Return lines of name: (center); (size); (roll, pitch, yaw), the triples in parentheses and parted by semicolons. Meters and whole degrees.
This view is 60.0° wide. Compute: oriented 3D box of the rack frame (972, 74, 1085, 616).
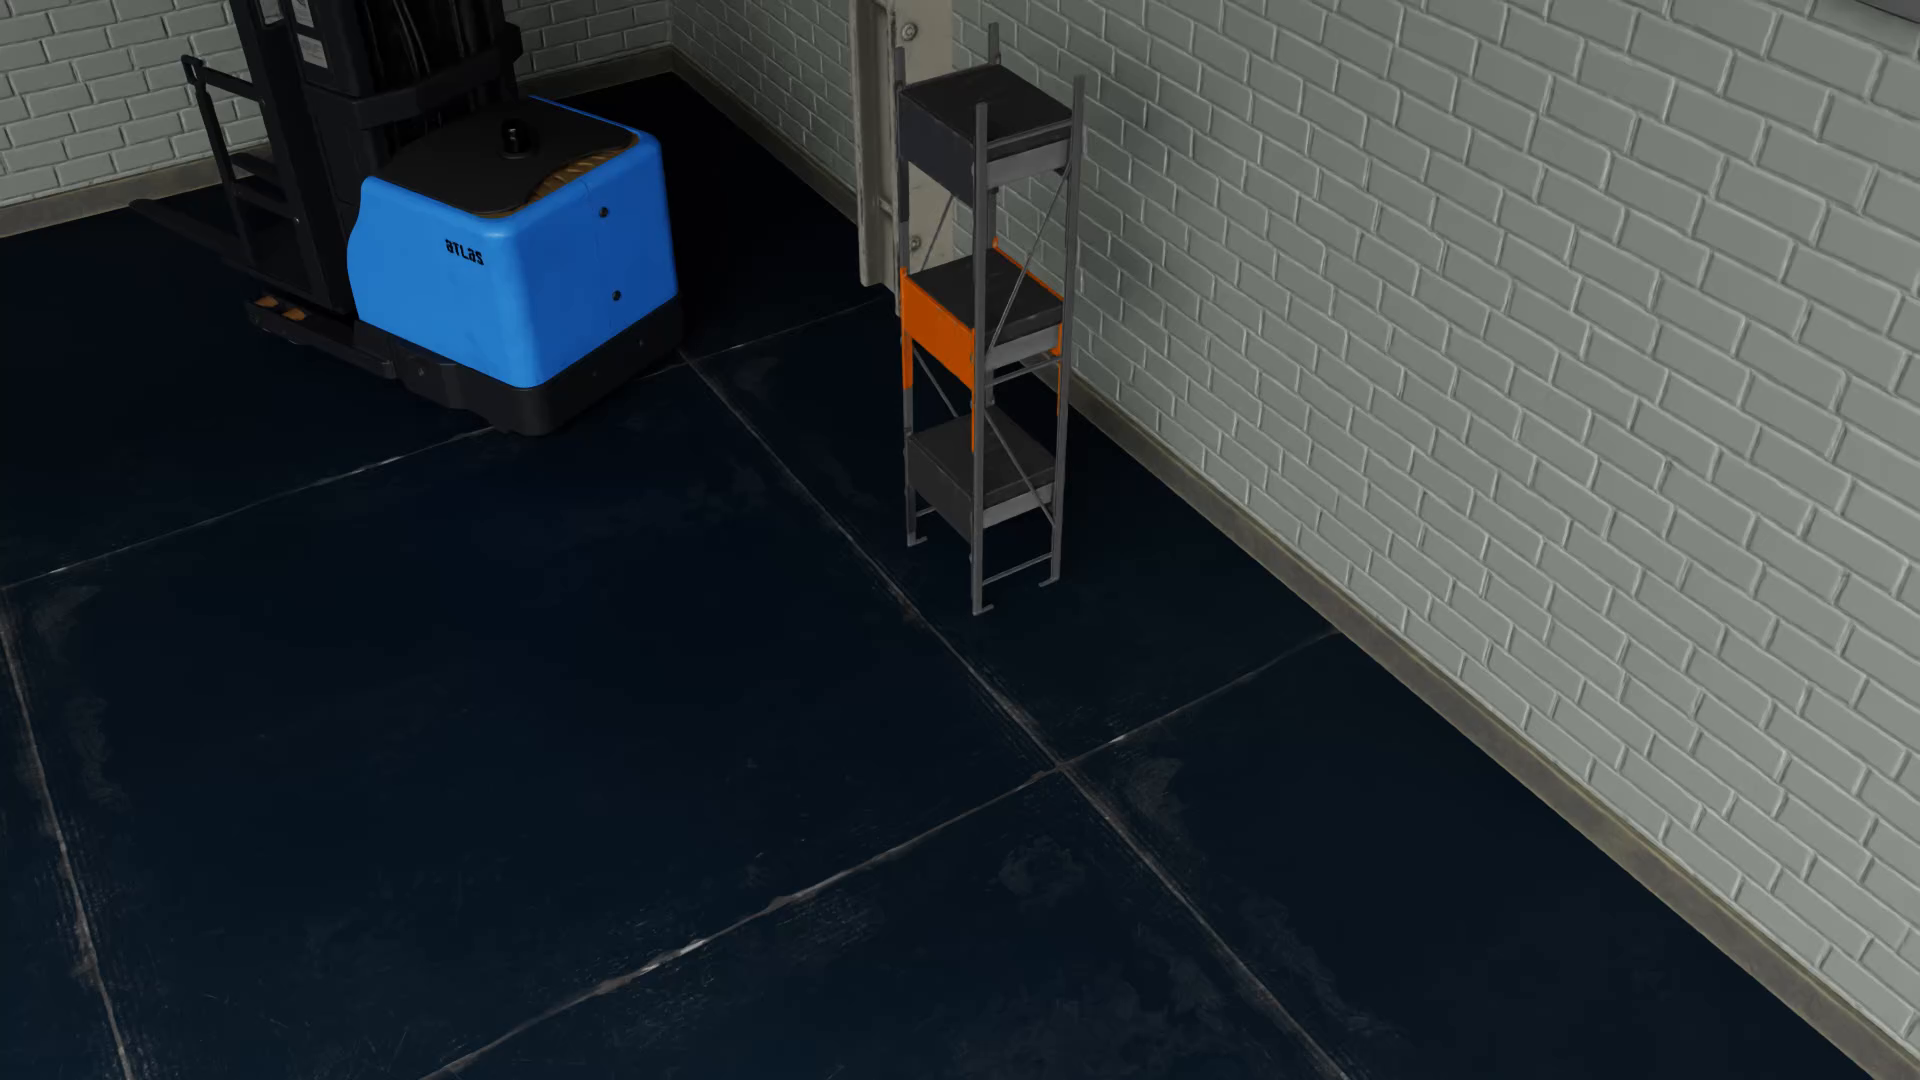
rack frame: (0.220, -0.586, 5.813); (0.400, 2.100, 0.015); (-22, 45, -24)

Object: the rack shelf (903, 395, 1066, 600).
rack shelf: (0.089, -0.169, 6.427); (0.431, 0.518, 0.480); (-22, 45, -24)

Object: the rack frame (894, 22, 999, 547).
rack frame: (-0.042, -0.849, 6.129); (0.400, 2.100, 0.015); (-22, 45, -24)

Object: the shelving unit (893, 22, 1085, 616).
shelving unit: (0.089, -0.717, 5.971); (0.431, 2.100, 0.503); (-22, 45, -24)

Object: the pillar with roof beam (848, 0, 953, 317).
pillar with roof beam: (-3.894, -3.209, 3.572); (9.100, 9.000, 0.400); (-22, 45, -24)

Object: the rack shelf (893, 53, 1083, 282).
rack shelf: (0.089, -1.245, 5.531); (0.431, 0.518, 0.480); (-22, 45, -24)

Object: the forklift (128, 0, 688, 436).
forklift: (-2.786, -2.308, 7.231); (3.031, 2.935, 1.130); (23, 45, 25)

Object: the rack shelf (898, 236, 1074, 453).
rack shelf: (0.089, -0.707, 5.979); (0.431, 0.518, 0.480); (-22, 45, -24)
